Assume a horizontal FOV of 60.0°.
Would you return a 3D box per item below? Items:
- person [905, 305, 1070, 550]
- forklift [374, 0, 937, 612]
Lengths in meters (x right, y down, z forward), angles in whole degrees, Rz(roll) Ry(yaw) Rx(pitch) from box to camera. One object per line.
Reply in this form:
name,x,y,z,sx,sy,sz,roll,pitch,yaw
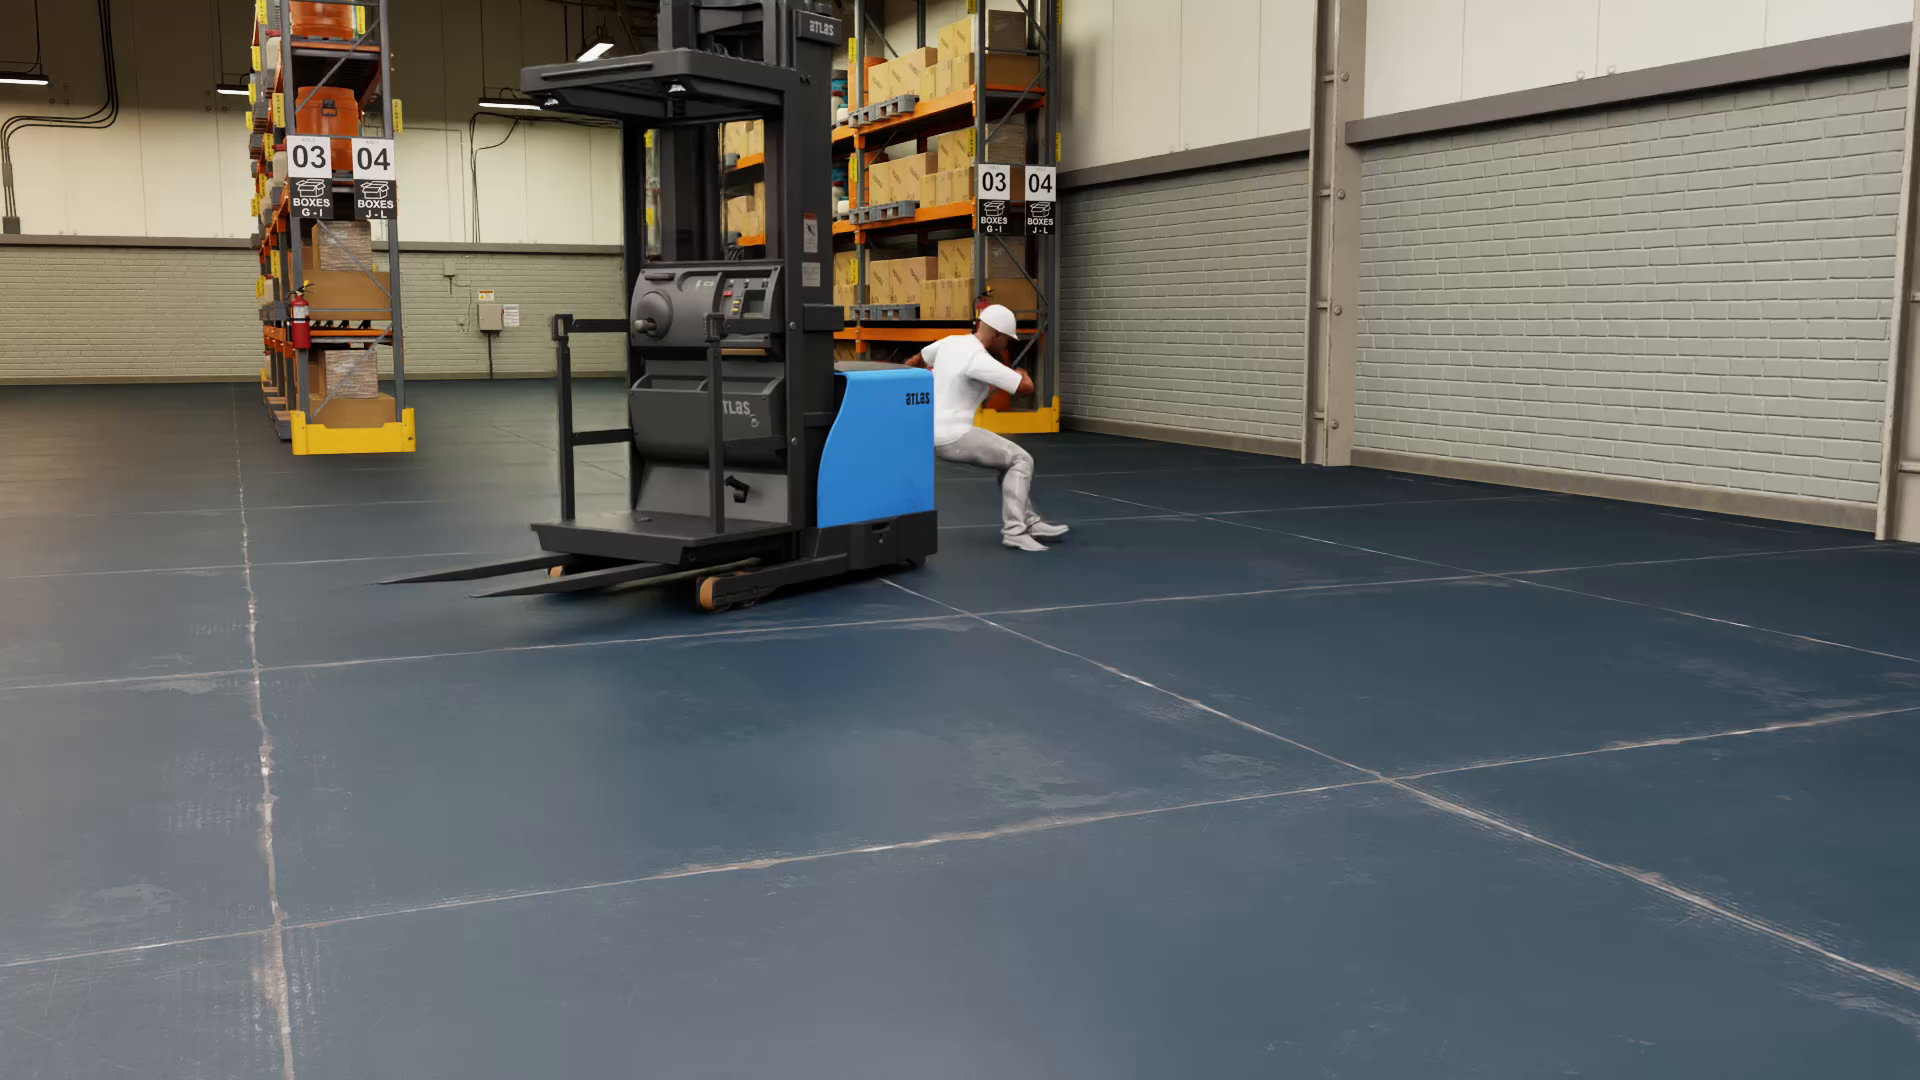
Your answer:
person,0.114,-0.696,10.137,0.945,1.459,1.237,-2,8,-18
forklift,-1.371,-1.192,7.979,1.130,2.935,3.031,5,9,34
